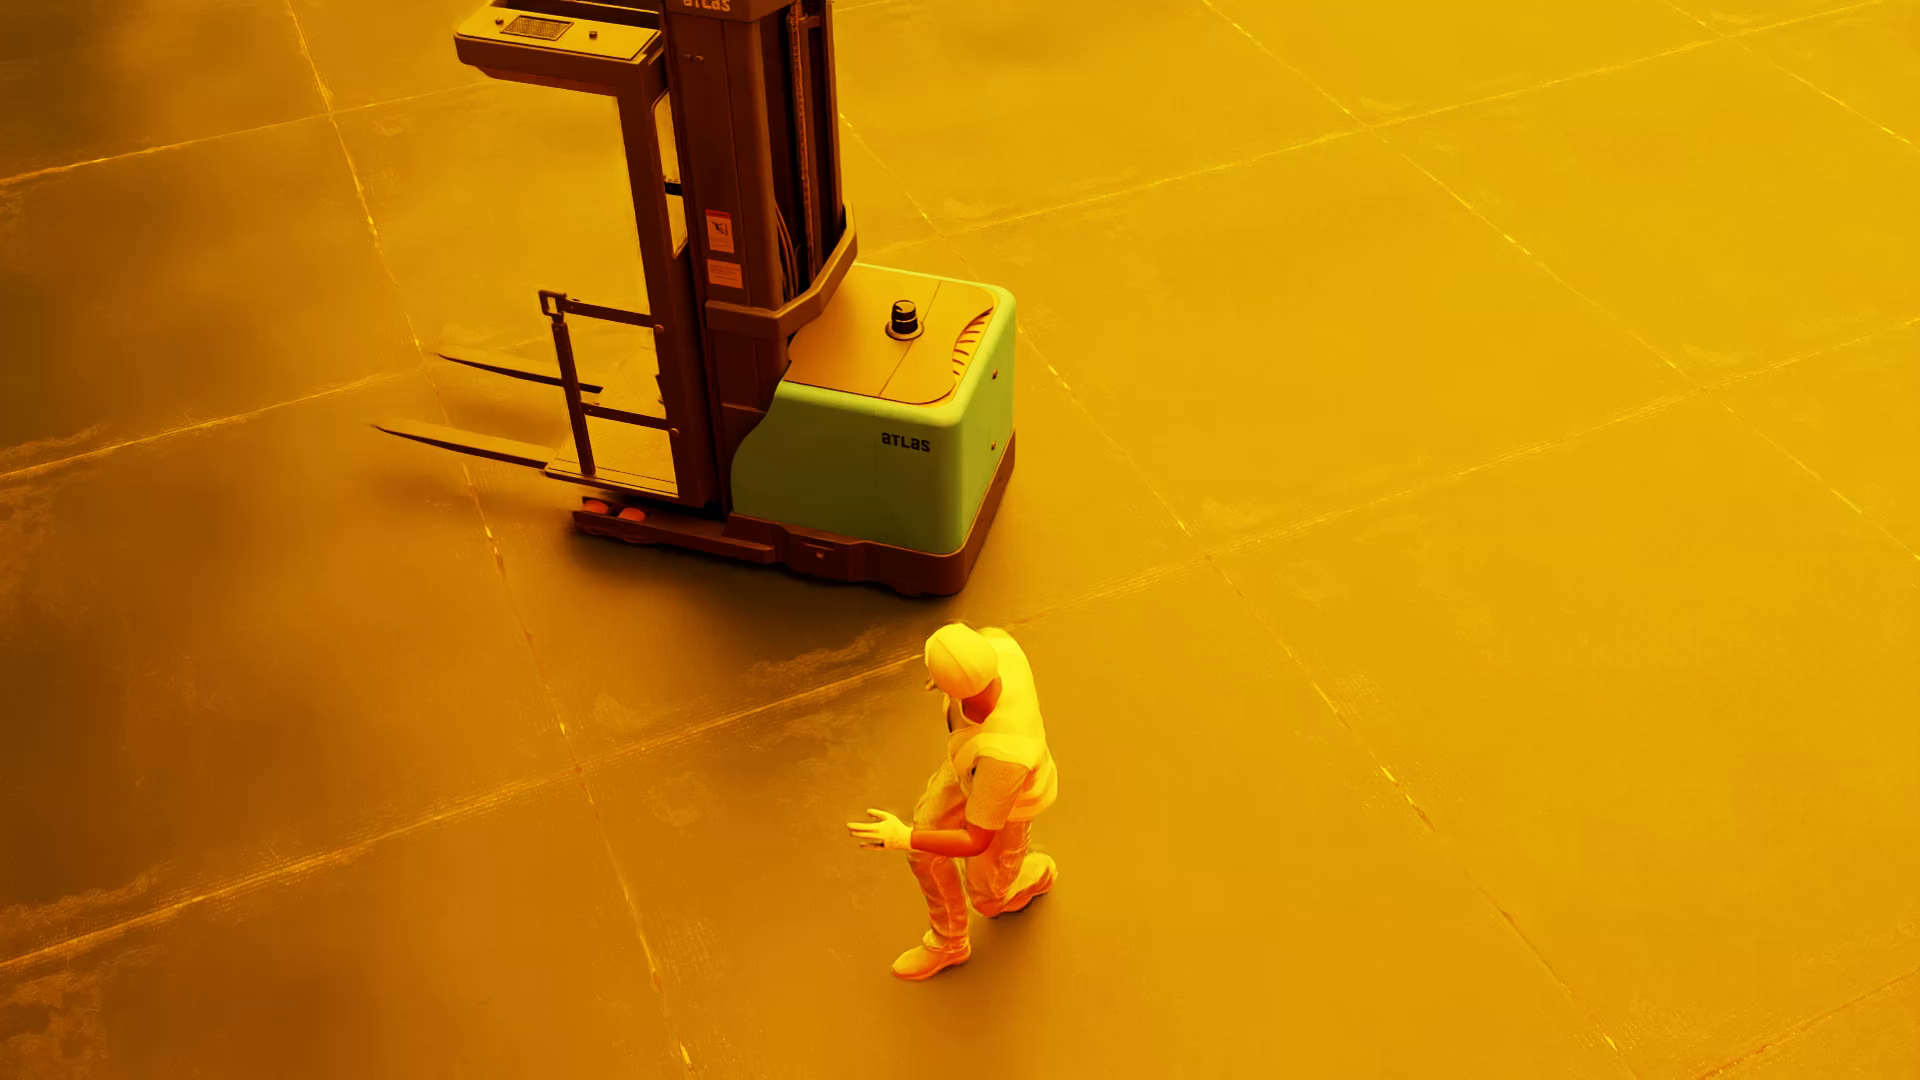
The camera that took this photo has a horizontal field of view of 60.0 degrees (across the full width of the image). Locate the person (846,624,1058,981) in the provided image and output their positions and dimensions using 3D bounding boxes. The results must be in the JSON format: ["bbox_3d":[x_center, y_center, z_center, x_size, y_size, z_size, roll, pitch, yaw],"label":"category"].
[{"bbox_3d":[-0.050,0.826,5.751,0.863,1.642,0.905,-18,46,-18],"label":"person"}]

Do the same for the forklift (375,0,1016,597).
[{"bbox_3d":[-1.309,-1.390,7.170,3.031,2.935,1.130,11,44,12],"label":"forklift"}]
